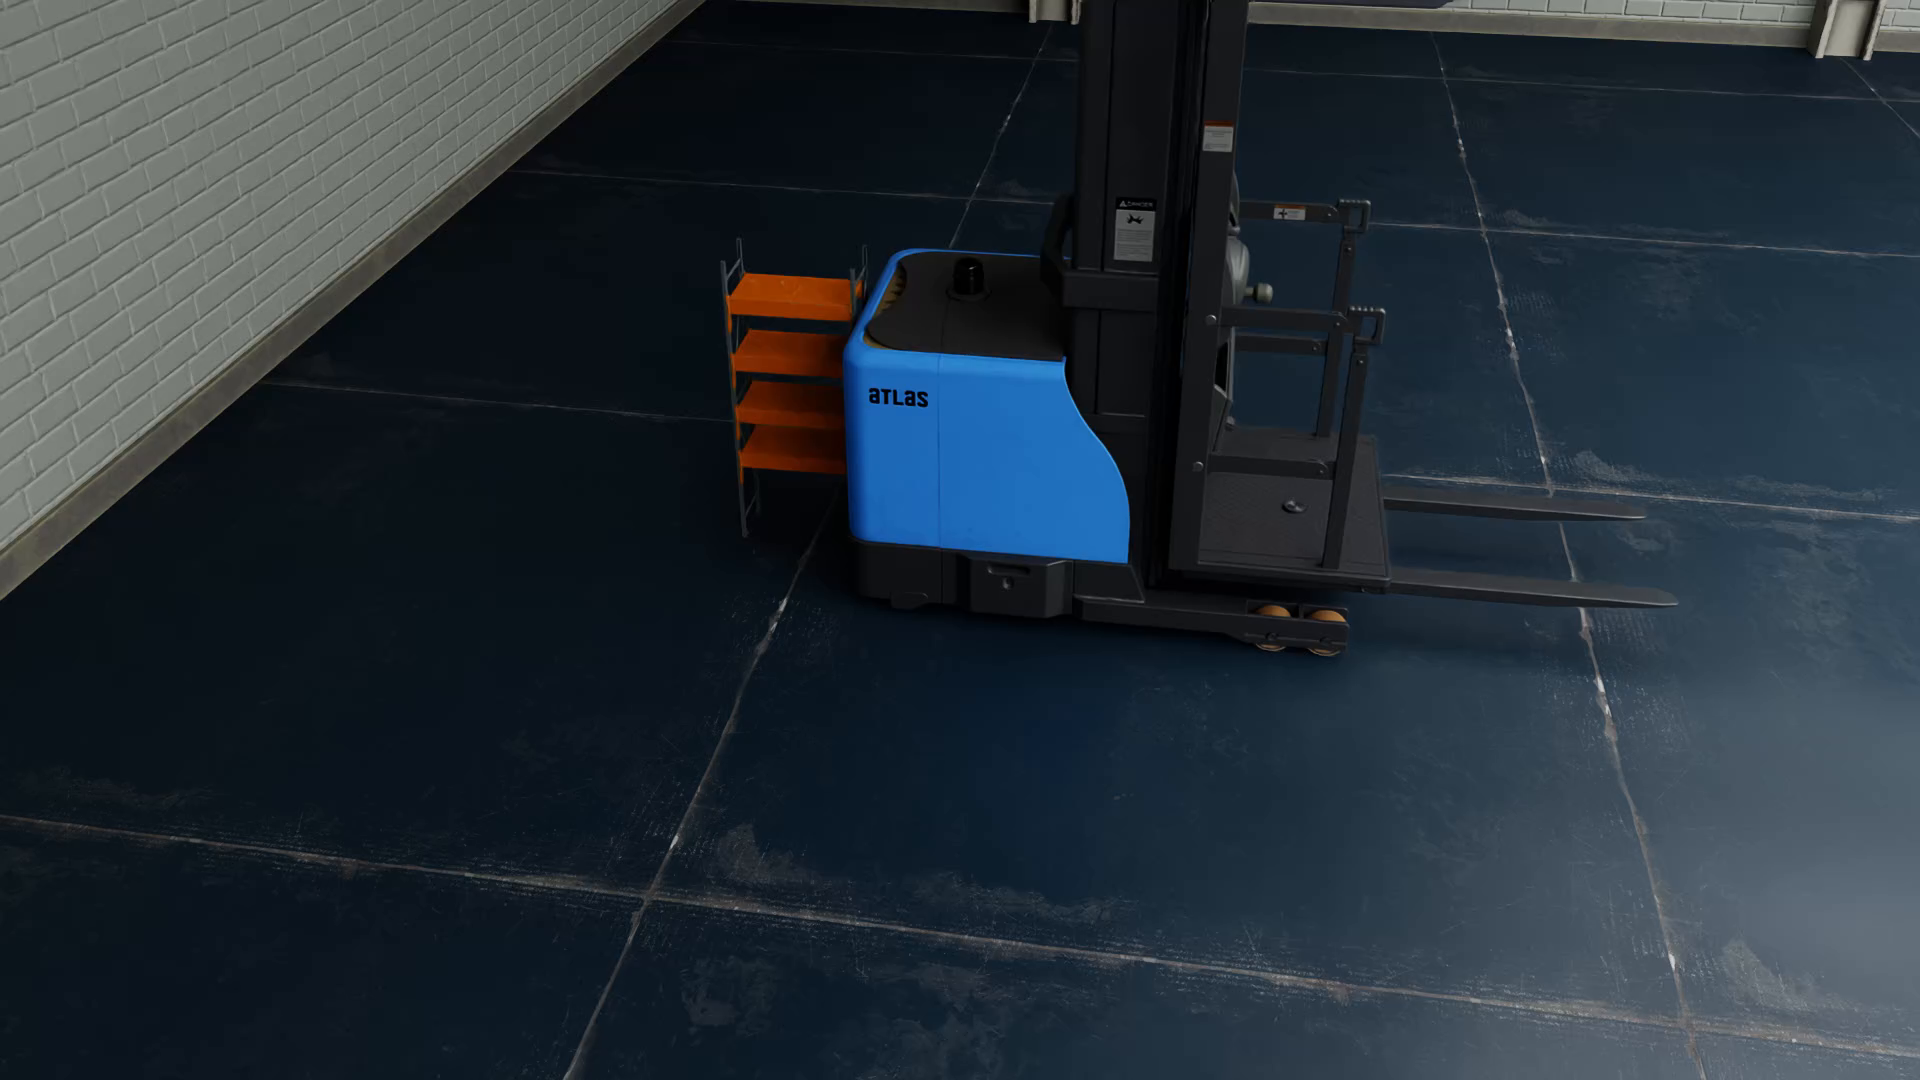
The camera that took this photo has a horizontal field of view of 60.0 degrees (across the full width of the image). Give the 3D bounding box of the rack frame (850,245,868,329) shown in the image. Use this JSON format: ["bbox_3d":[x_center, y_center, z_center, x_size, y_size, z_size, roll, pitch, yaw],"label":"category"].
[{"bbox_3d":[-0.377,-0.538,6.479,0.015,1.200,0.240,5,32,8],"label":"rack frame"}]

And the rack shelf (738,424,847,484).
[{"bbox_3d":[-0.618,-0.333,6.652,0.480,0.148,0.258,5,32,8],"label":"rack shelf"}]

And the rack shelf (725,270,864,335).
[{"bbox_3d":[-0.618,-0.891,6.303,0.480,0.148,0.258,5,32,8],"label":"rack shelf"}]

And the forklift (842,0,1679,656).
[{"bbox_3d":[1.134,-1.123,5.781,3.031,2.935,1.130,5,32,8],"label":"forklift"}]

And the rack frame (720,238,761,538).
[{"bbox_3d":[-0.859,-0.579,6.543,0.015,1.200,0.240,5,32,8],"label":"rack frame"}]

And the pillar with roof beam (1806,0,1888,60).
[{"bbox_3d":[5.964,-5.274,6.694,0.400,9.000,9.100,5,32,8],"label":"pillar with roof beam"}]

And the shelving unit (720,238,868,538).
[{"bbox_3d":[-0.618,-0.558,6.511,0.503,1.200,0.258,5,32,8],"label":"shelving unit"}]

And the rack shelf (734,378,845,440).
[{"bbox_3d":[-0.618,-0.501,6.547,0.480,0.148,0.258,5,32,8],"label":"rack shelf"}]

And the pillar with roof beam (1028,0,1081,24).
[{"bbox_3d":[0.050,-5.809,7.549,0.400,9.000,9.100,5,32,8],"label":"pillar with roof beam"}]

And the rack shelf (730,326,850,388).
[{"bbox_3d":[-0.618,-0.691,6.428,0.480,0.148,0.258,5,32,8],"label":"rack shelf"}]
